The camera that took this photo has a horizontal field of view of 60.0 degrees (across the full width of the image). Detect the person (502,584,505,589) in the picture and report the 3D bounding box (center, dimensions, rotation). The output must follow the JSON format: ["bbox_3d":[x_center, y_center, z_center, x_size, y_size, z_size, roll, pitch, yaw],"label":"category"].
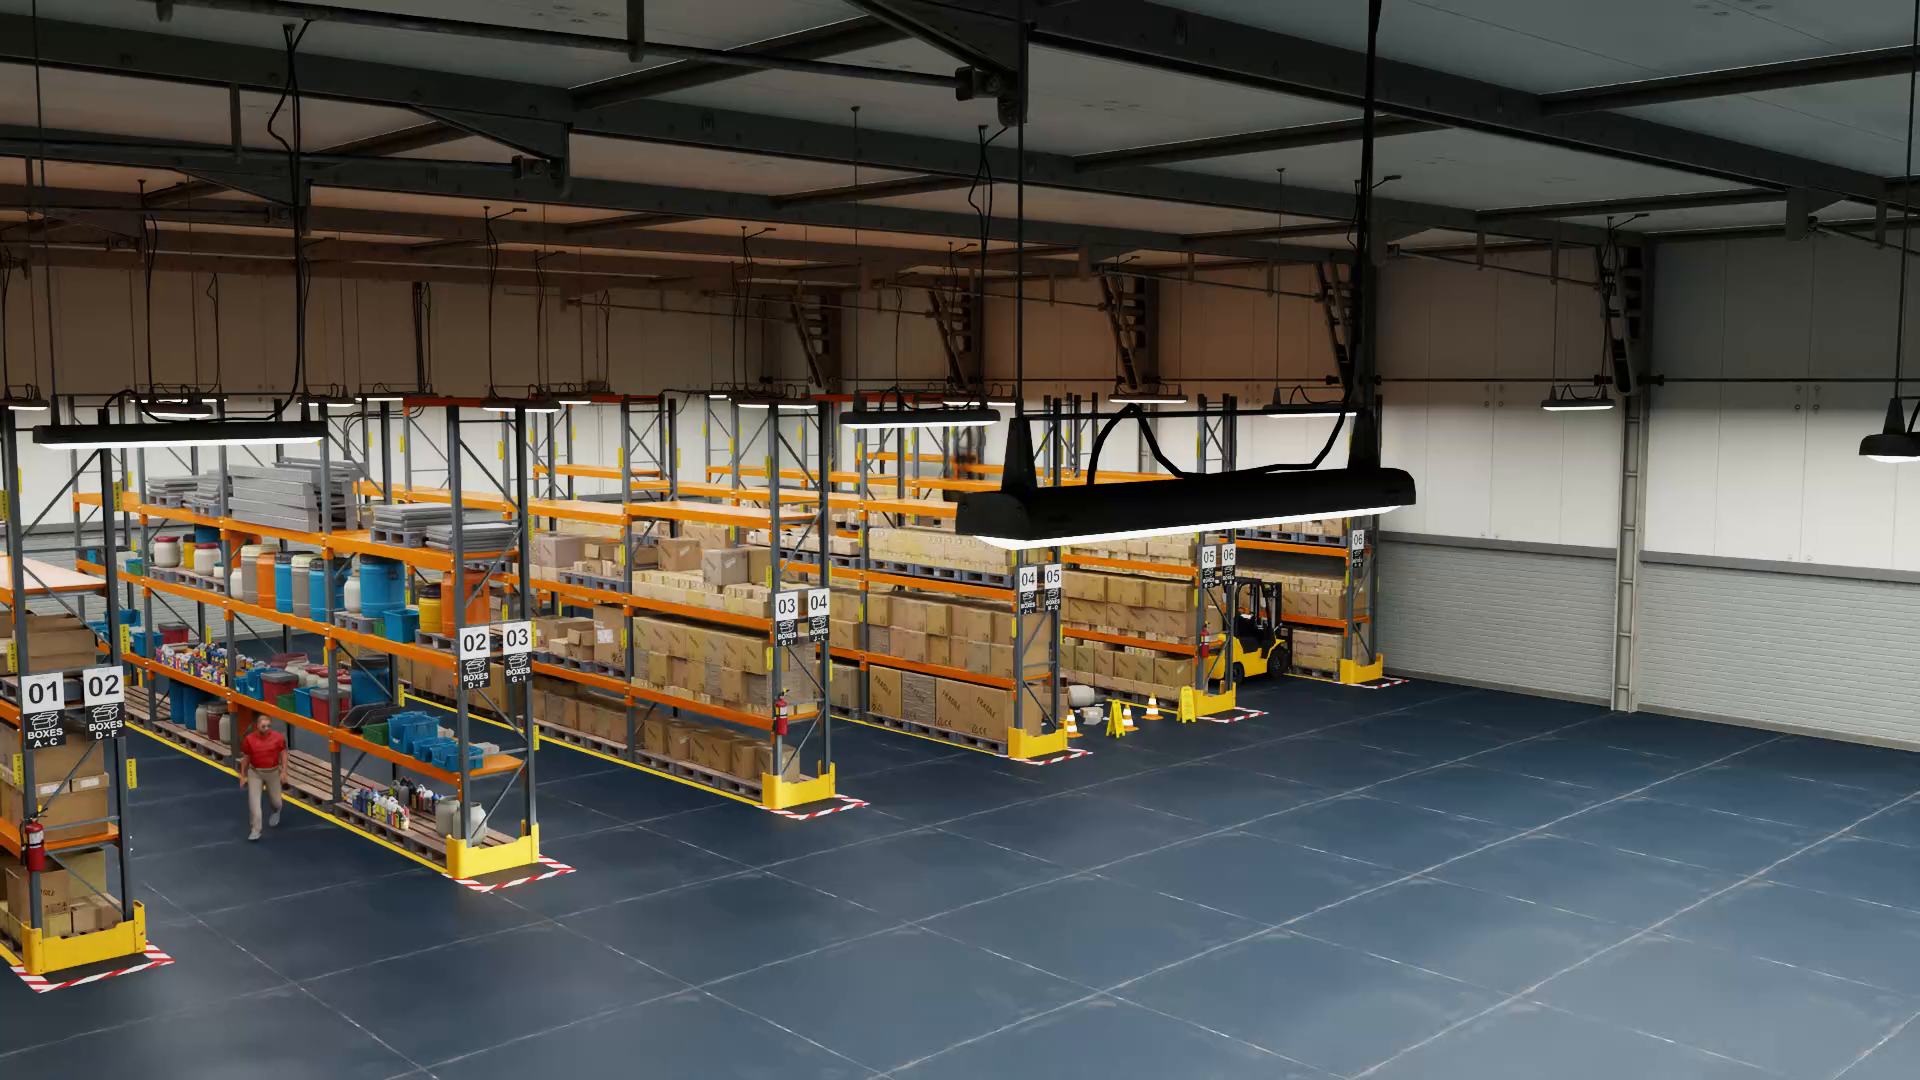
[{"bbox_3d":[-10.513,1.843,38.249,0.576,1.706,0.764,-4,7,-35],"label":"person"}]

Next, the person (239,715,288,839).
[{"bbox_3d":[-9.667,3.239,23.091,0.633,1.678,0.820,-2,6,-18],"label":"person"}]
